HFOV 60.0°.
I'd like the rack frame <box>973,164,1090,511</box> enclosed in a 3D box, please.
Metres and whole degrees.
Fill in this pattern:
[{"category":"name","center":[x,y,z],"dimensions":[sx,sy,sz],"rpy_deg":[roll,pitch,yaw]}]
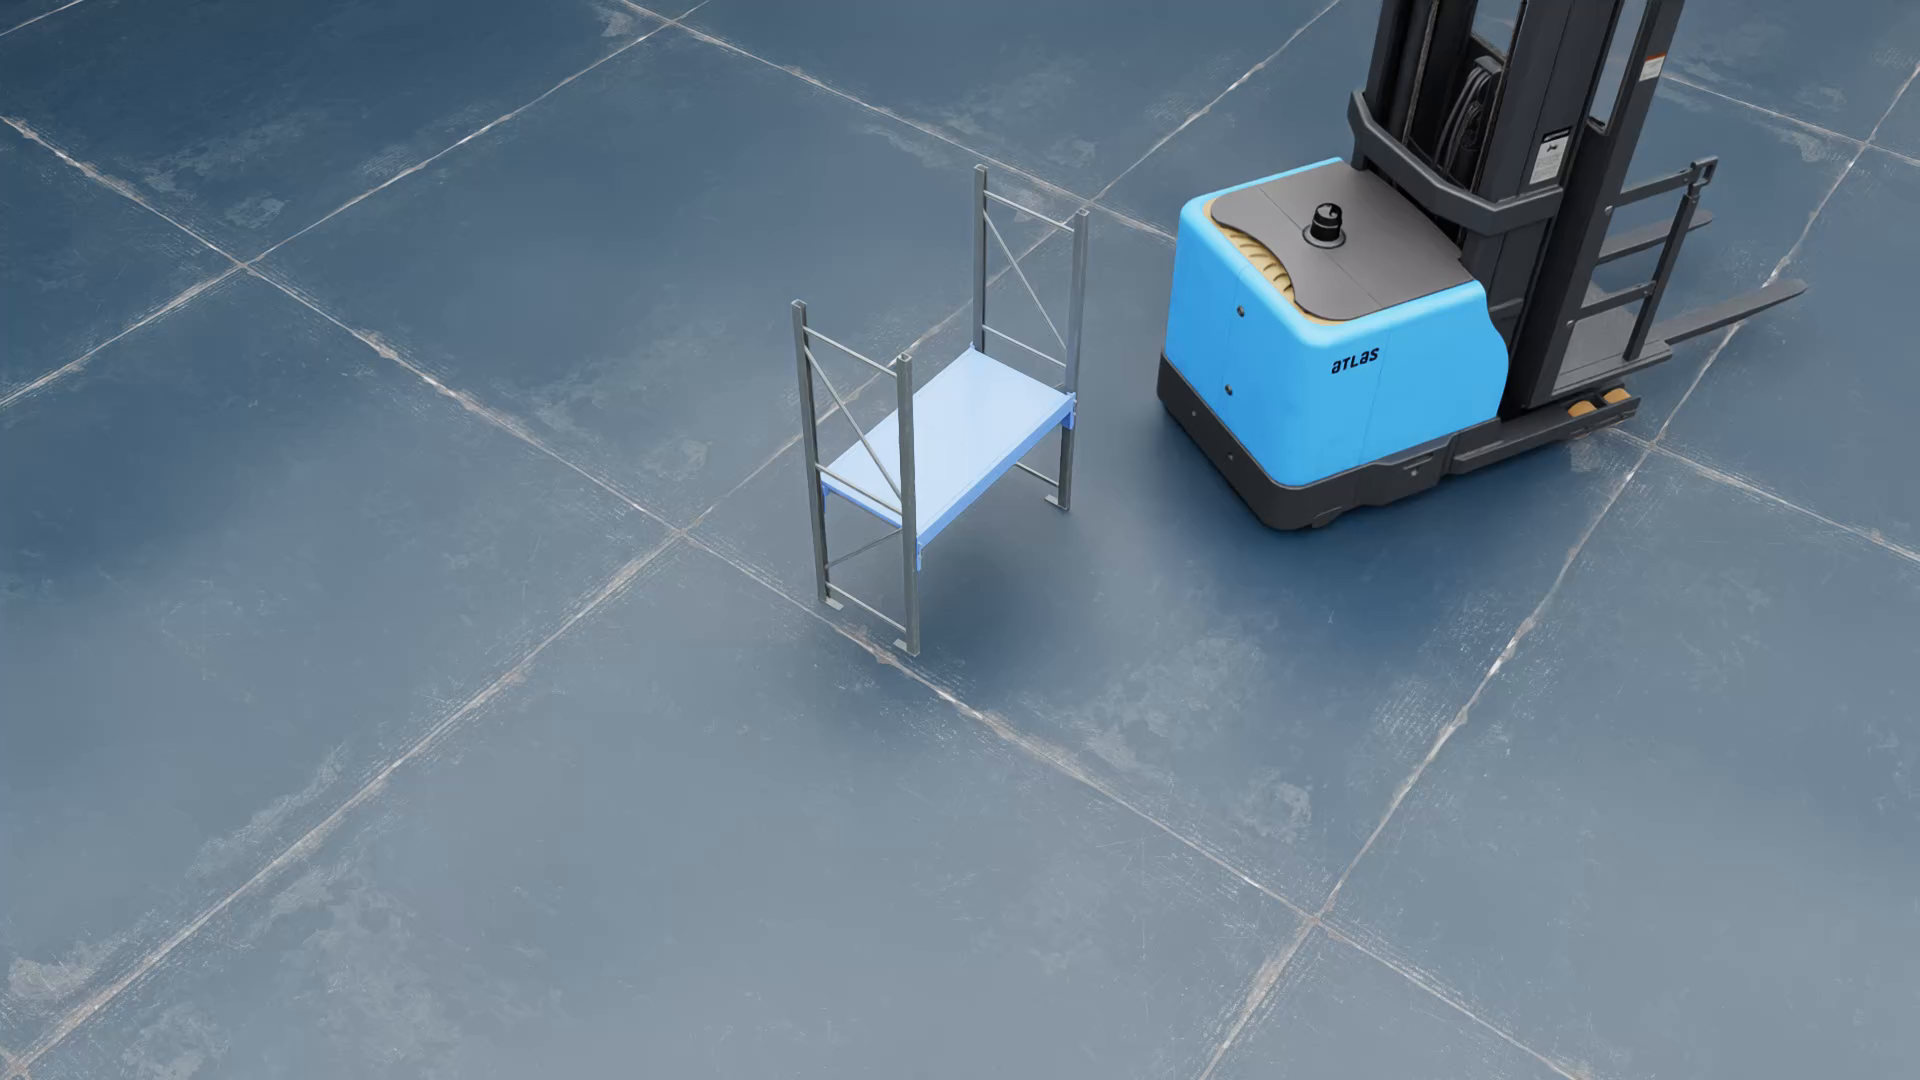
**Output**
[{"category":"rack frame","center":[0.259,-0.760,6.604],"dimensions":[0.500,1.500,0.032],"rpy_deg":[29,53,25]}]

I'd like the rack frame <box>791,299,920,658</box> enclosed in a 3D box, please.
[{"category":"rack frame","center":[-0.363,-0.178,6.048],"dimensions":[0.500,1.500,0.032],"rpy_deg":[29,53,25]}]

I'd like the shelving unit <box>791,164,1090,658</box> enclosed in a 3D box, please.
[{"category":"shelving unit","center":[-0.052,-0.469,6.326],"dimensions":[0.538,1.500,1.048],"rpy_deg":[29,53,25]}]

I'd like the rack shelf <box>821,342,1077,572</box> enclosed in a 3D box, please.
[{"category":"rack shelf","center":[-0.052,-0.345,6.456],"dimensions":[0.538,0.185,1.000],"rpy_deg":[29,53,25]}]

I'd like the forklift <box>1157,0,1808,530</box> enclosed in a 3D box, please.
[{"category":"forklift","center":[2.439,-1.788,6.596],"dimensions":[3.031,2.935,1.130],"rpy_deg":[-19,49,-17]}]
